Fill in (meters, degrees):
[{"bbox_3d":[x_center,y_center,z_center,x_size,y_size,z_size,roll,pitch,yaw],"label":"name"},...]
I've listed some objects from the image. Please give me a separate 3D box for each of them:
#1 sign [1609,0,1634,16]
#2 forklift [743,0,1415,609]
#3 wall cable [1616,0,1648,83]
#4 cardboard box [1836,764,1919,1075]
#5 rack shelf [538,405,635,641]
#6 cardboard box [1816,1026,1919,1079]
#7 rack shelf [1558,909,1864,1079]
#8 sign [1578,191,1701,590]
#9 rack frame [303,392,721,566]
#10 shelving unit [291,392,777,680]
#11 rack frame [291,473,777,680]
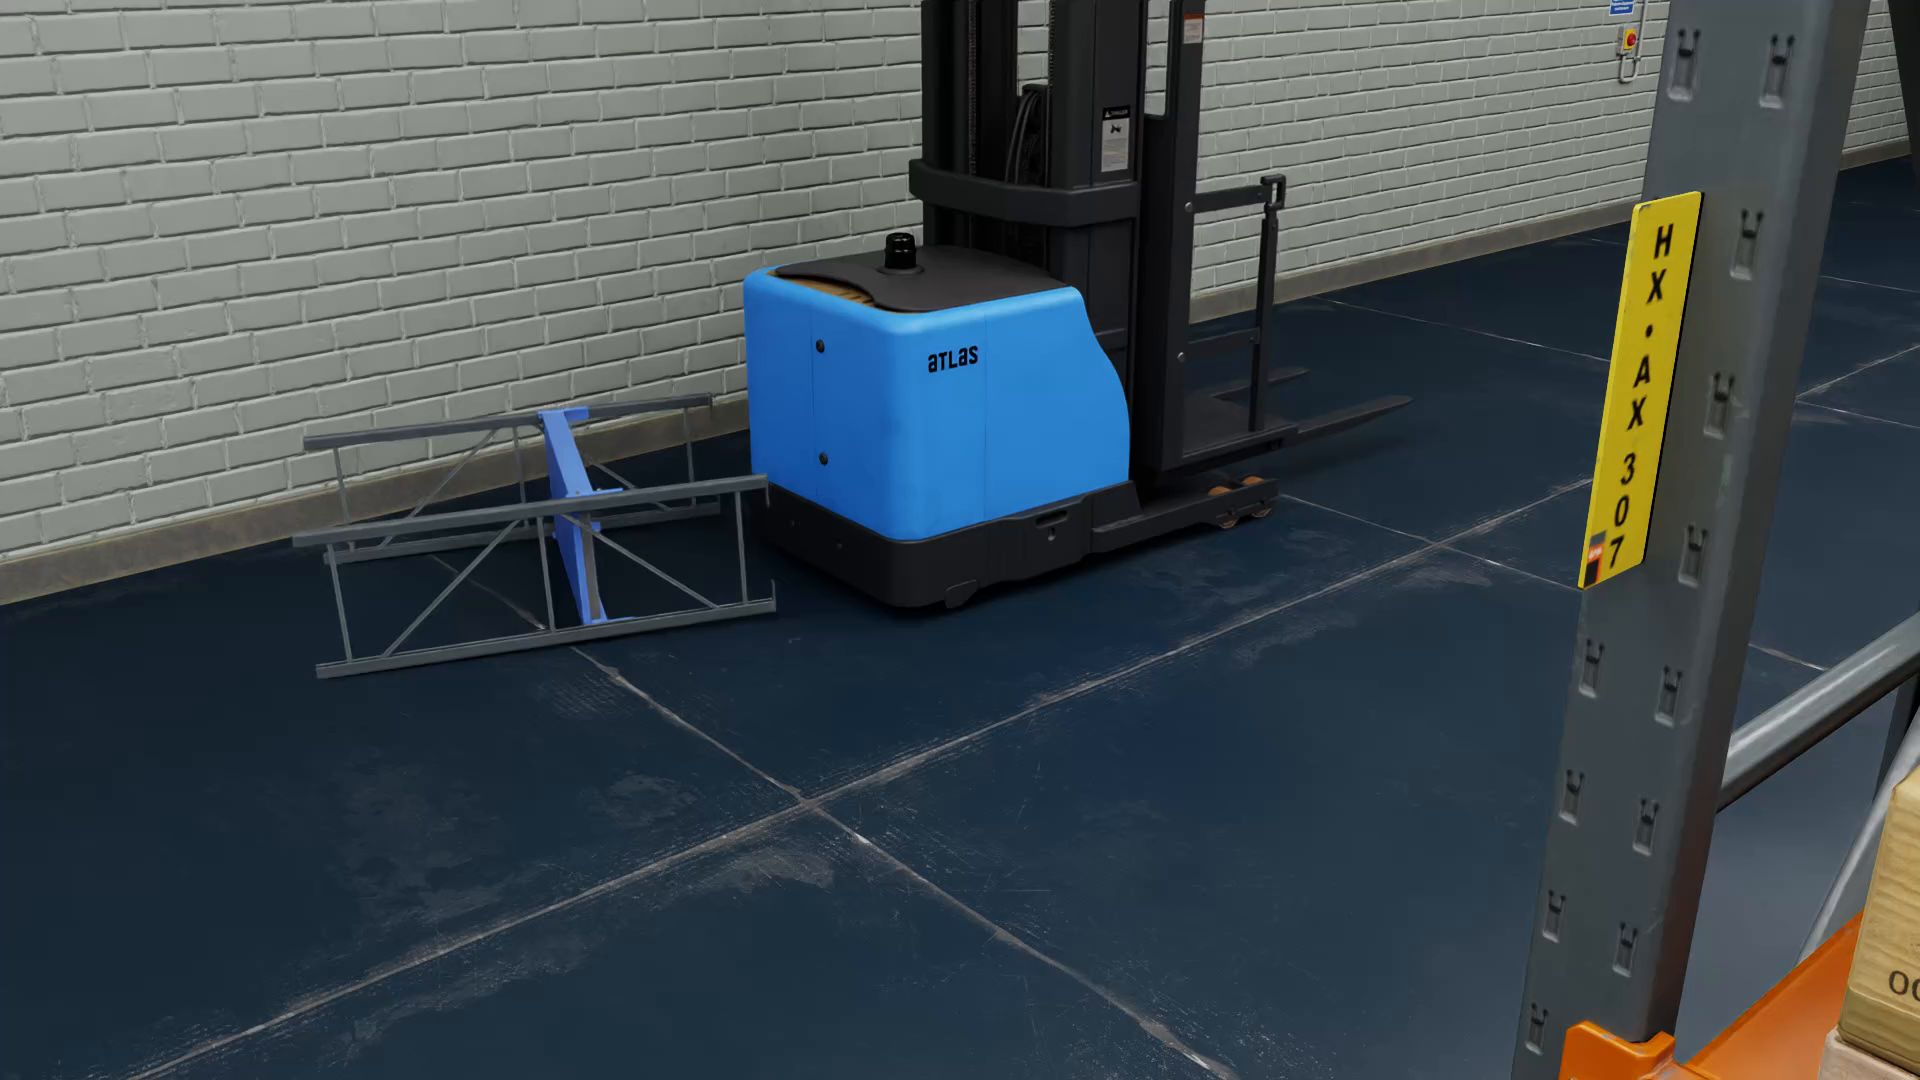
[{"bbox_3d":[4.722,-3.854,11.840,0.327,0.218,0.001,-17,27,-37],"label":"sign"},{"bbox_3d":[0.662,-1.544,6.408,3.031,2.935,1.130,-16,27,-36],"label":"forklift"},{"bbox_3d":[4.798,-4.210,11.685,0.585,1.953,0.123,-17,27,-37],"label":"wall cable"},{"bbox_3d":[1.098,0.317,1.360,0.500,0.250,0.500,-18,28,-39],"label":"cardboard box"},{"bbox_3d":[-1.346,-0.088,5.964,0.185,0.538,1.000,-8,23,-17],"label":"rack shelf"},{"bbox_3d":[0.971,0.482,1.484,0.380,0.149,0.250,-17,27,-37],"label":"cardboard box"},{"bbox_3d":[2.294,1.076,0.610,1.077,0.370,4.000,-17,27,-37],"label":"rack shelf"},{"bbox_3d":[0.564,-0.121,1.384,0.100,0.325,0.005,-17,27,-37],"label":"sign"},{"bbox_3d":[-1.676,-0.240,6.362,1.500,0.500,0.032,-8,23,-17],"label":"rack frame"},{"bbox_3d":[-1.516,-0.064,5.913,1.500,0.538,1.048,-8,23,-17],"label":"shelving unit"},{"bbox_3d":[-1.356,0.112,5.463,1.500,0.500,0.032,-8,23,-17],"label":"rack frame"}]
